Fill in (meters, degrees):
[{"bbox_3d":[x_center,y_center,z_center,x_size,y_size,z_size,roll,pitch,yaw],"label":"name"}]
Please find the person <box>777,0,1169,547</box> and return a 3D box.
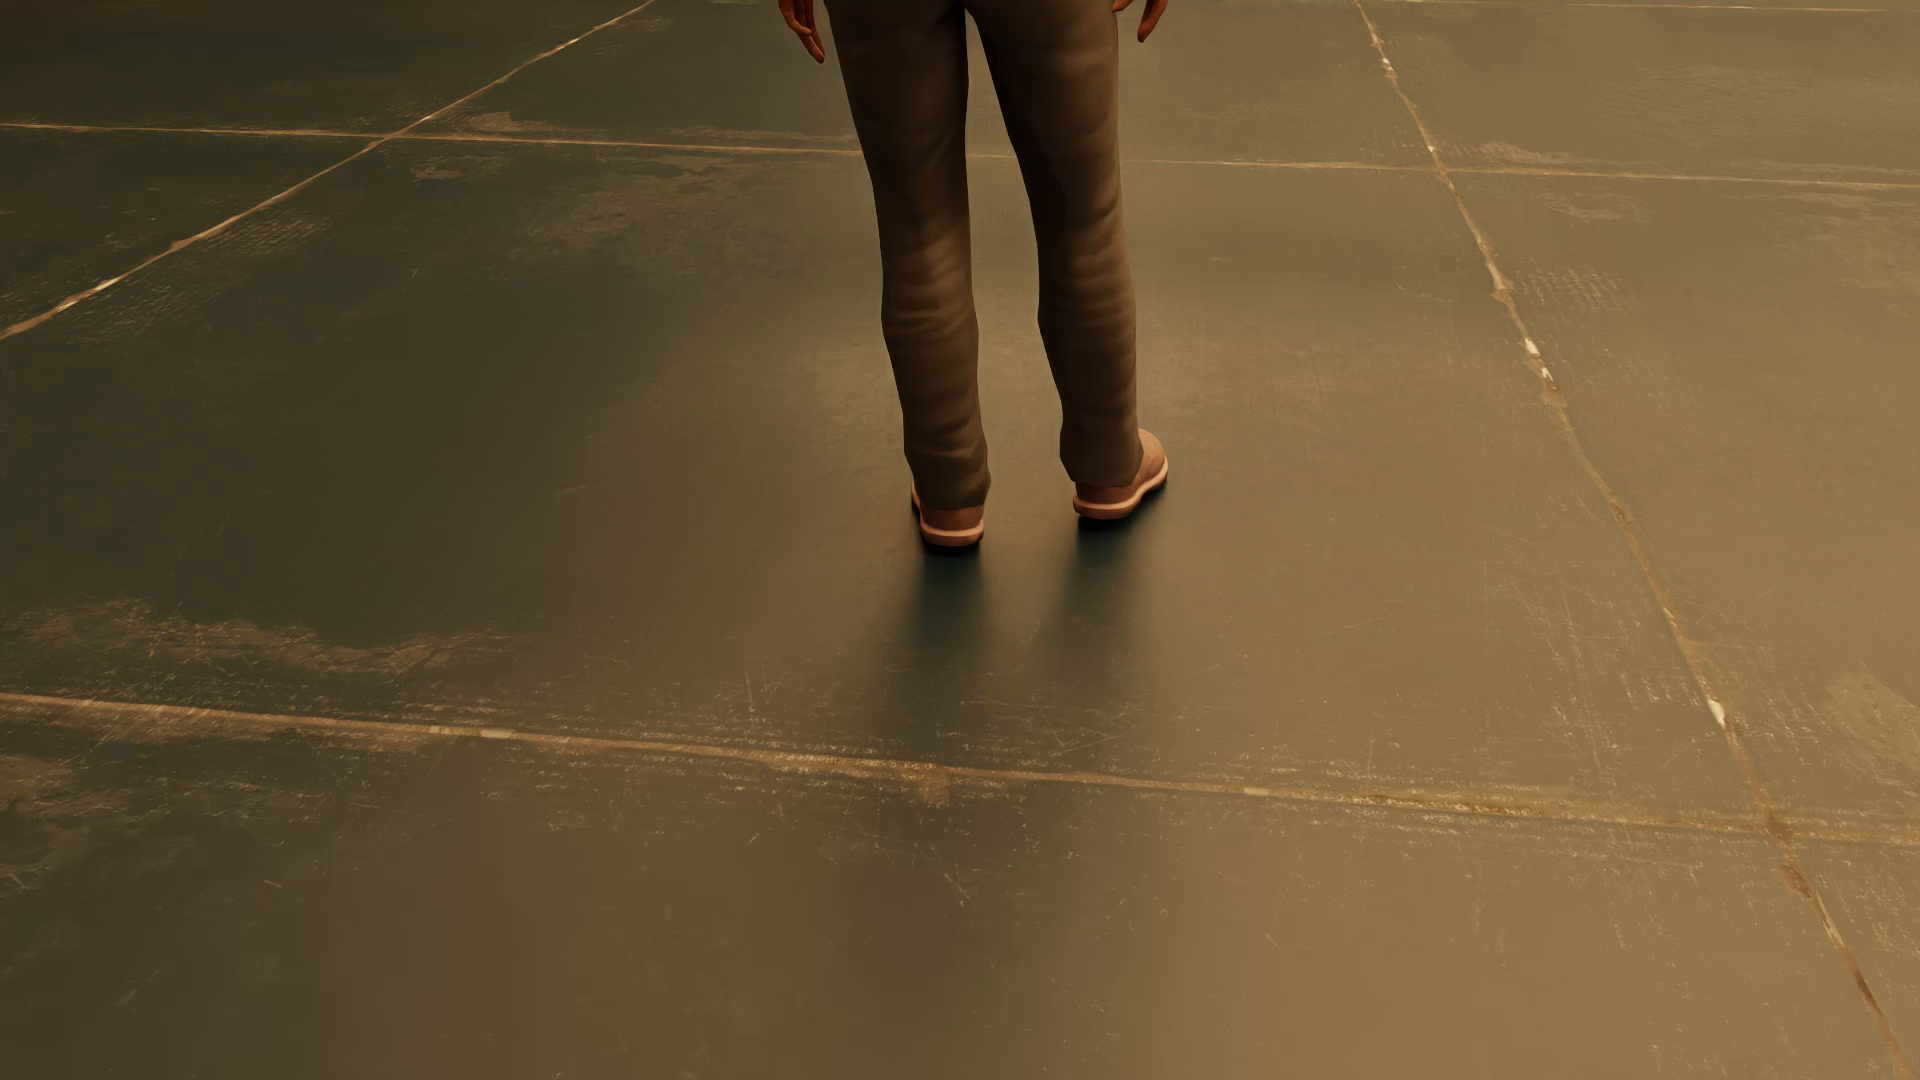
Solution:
[{"bbox_3d":[0.031,-0.785,2.203,0.569,1.656,0.503,3,27,7],"label":"person"}]
